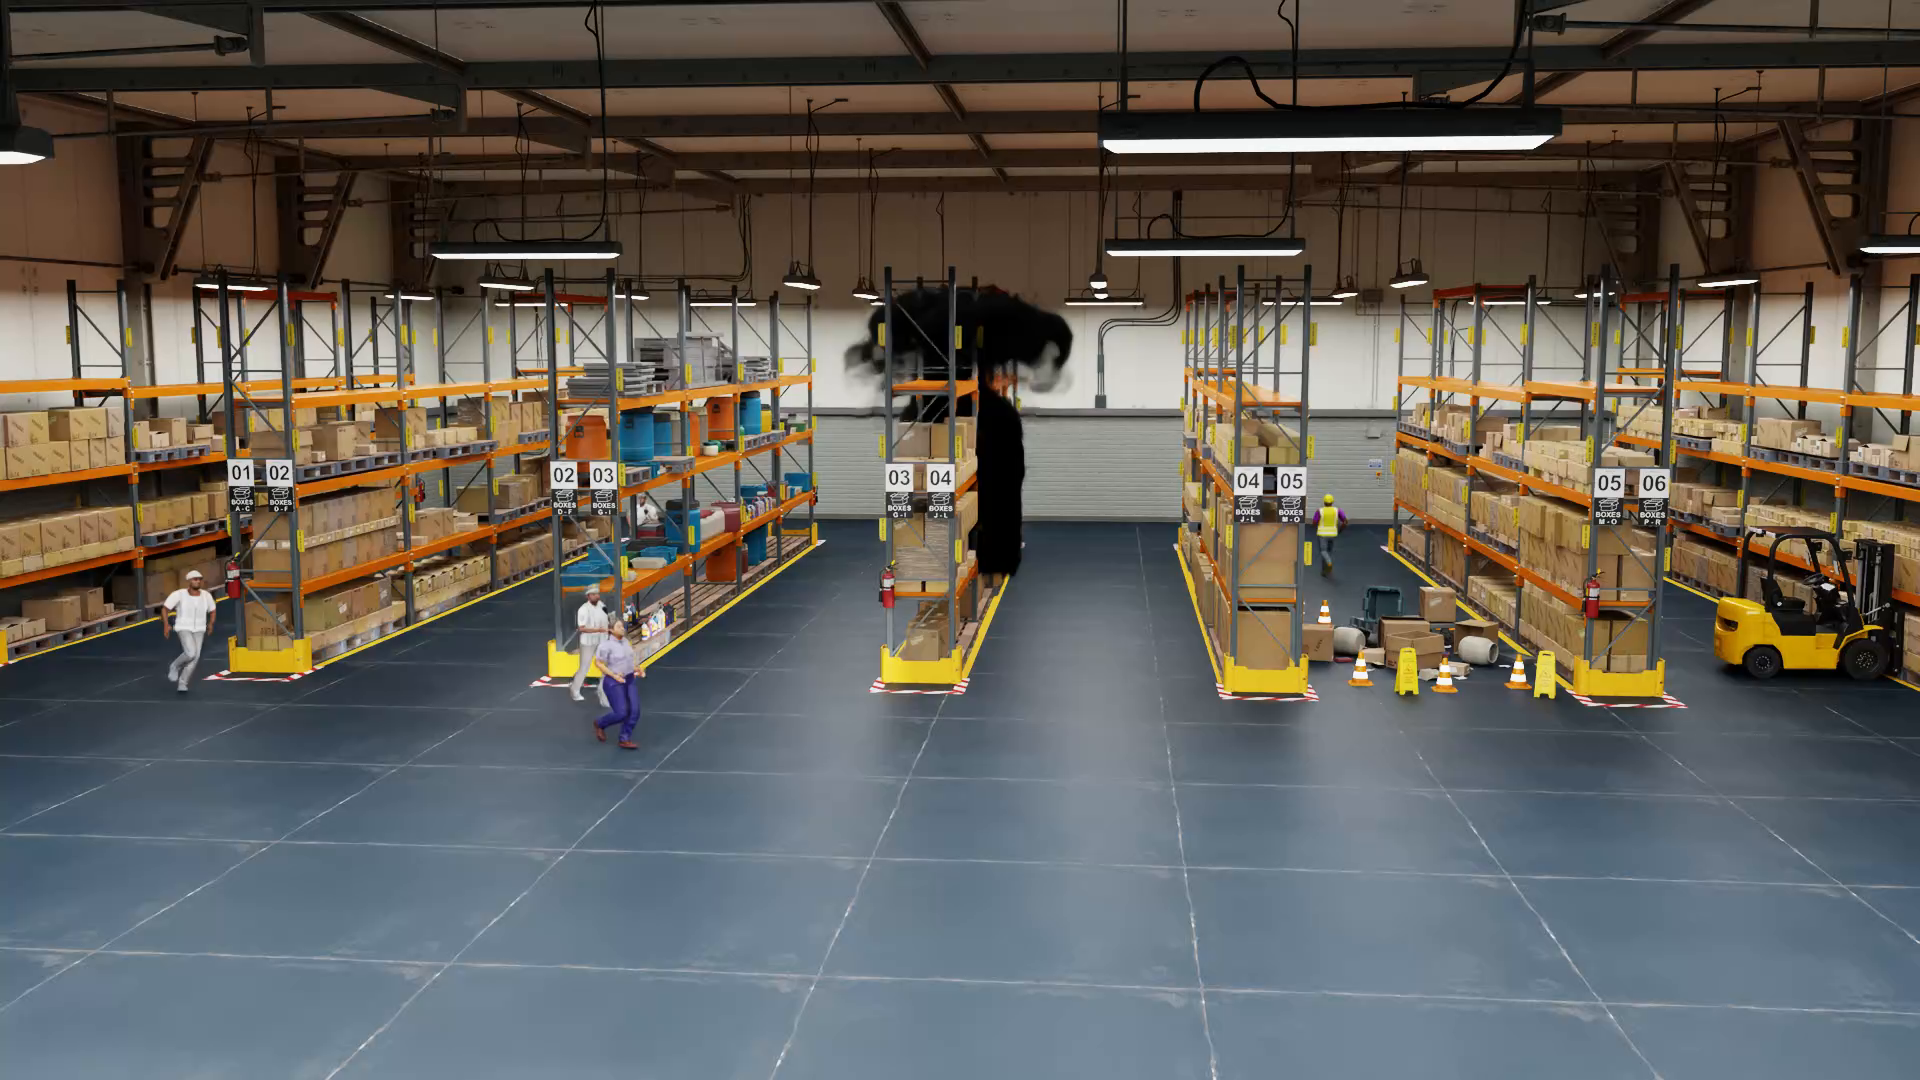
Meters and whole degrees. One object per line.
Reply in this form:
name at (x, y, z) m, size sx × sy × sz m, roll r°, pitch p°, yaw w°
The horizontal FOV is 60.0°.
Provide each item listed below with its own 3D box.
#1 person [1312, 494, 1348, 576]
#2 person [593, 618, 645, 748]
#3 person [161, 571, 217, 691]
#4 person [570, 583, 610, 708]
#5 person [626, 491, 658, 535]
person at (7.669, -0.072, 34.665) m, size 0.699 × 1.765 × 0.927 m, roll -1°, pitch 7°, yaw -5°
person at (-4.189, 1.747, 20.358) m, size 0.578 × 1.593 × 0.605 m, roll 4°, pitch 8°, yaw 30°
person at (-10.942, 1.289, 23.729) m, size 0.530 × 1.693 × 0.747 m, roll 6°, pitch 9°, yaw 43°
person at (-4.973, 1.422, 22.650) m, size 0.584 × 1.714 × 0.866 m, roll -6°, pitch 9°, yaw -42°
person at (-6.124, -0.015, 32.002) m, size 0.638 × 1.911 × 0.753 m, roll 0°, pitch 7°, yaw -3°
